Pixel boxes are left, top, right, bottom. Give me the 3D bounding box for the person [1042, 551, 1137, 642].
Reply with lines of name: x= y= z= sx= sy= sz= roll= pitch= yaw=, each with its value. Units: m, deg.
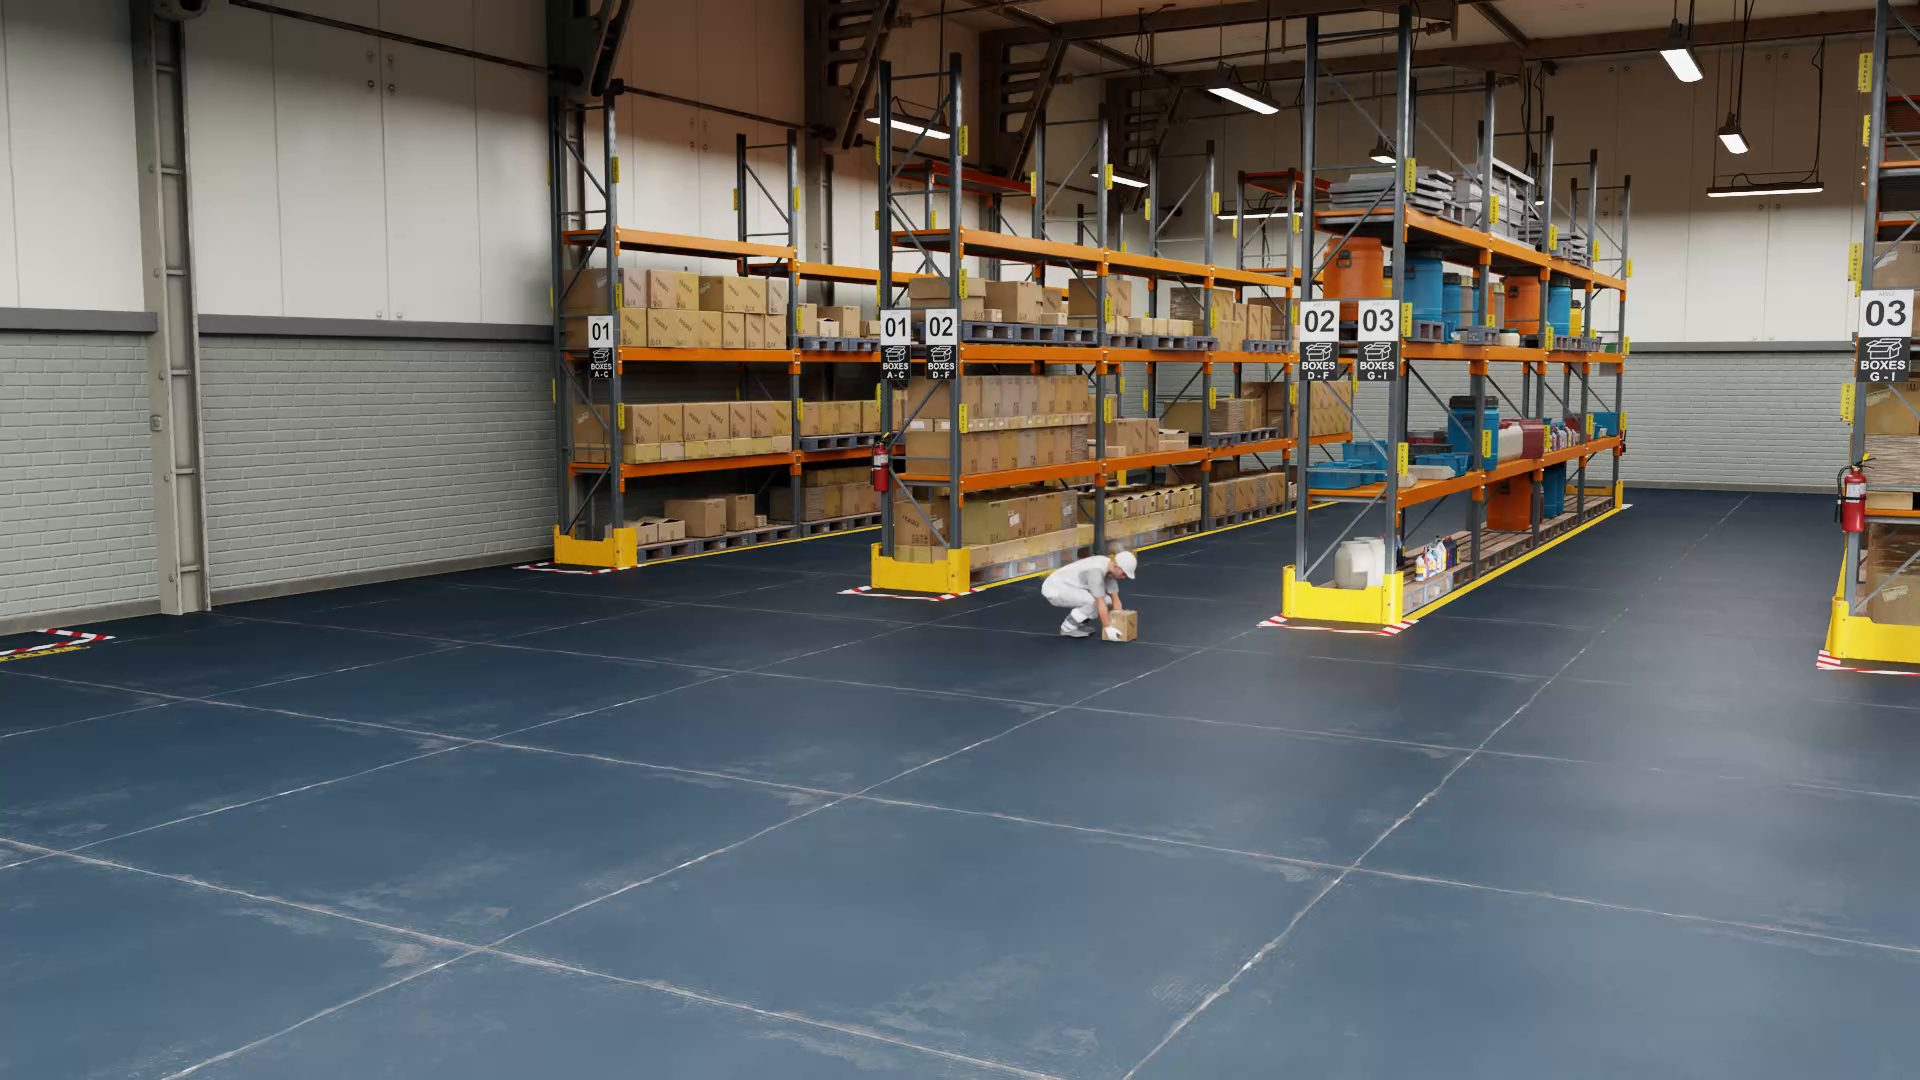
person: x=1.234 y=0.530 z=15.771 sx=0.901 sy=0.877 sz=0.547 roll=3 pitch=7 yaw=28
